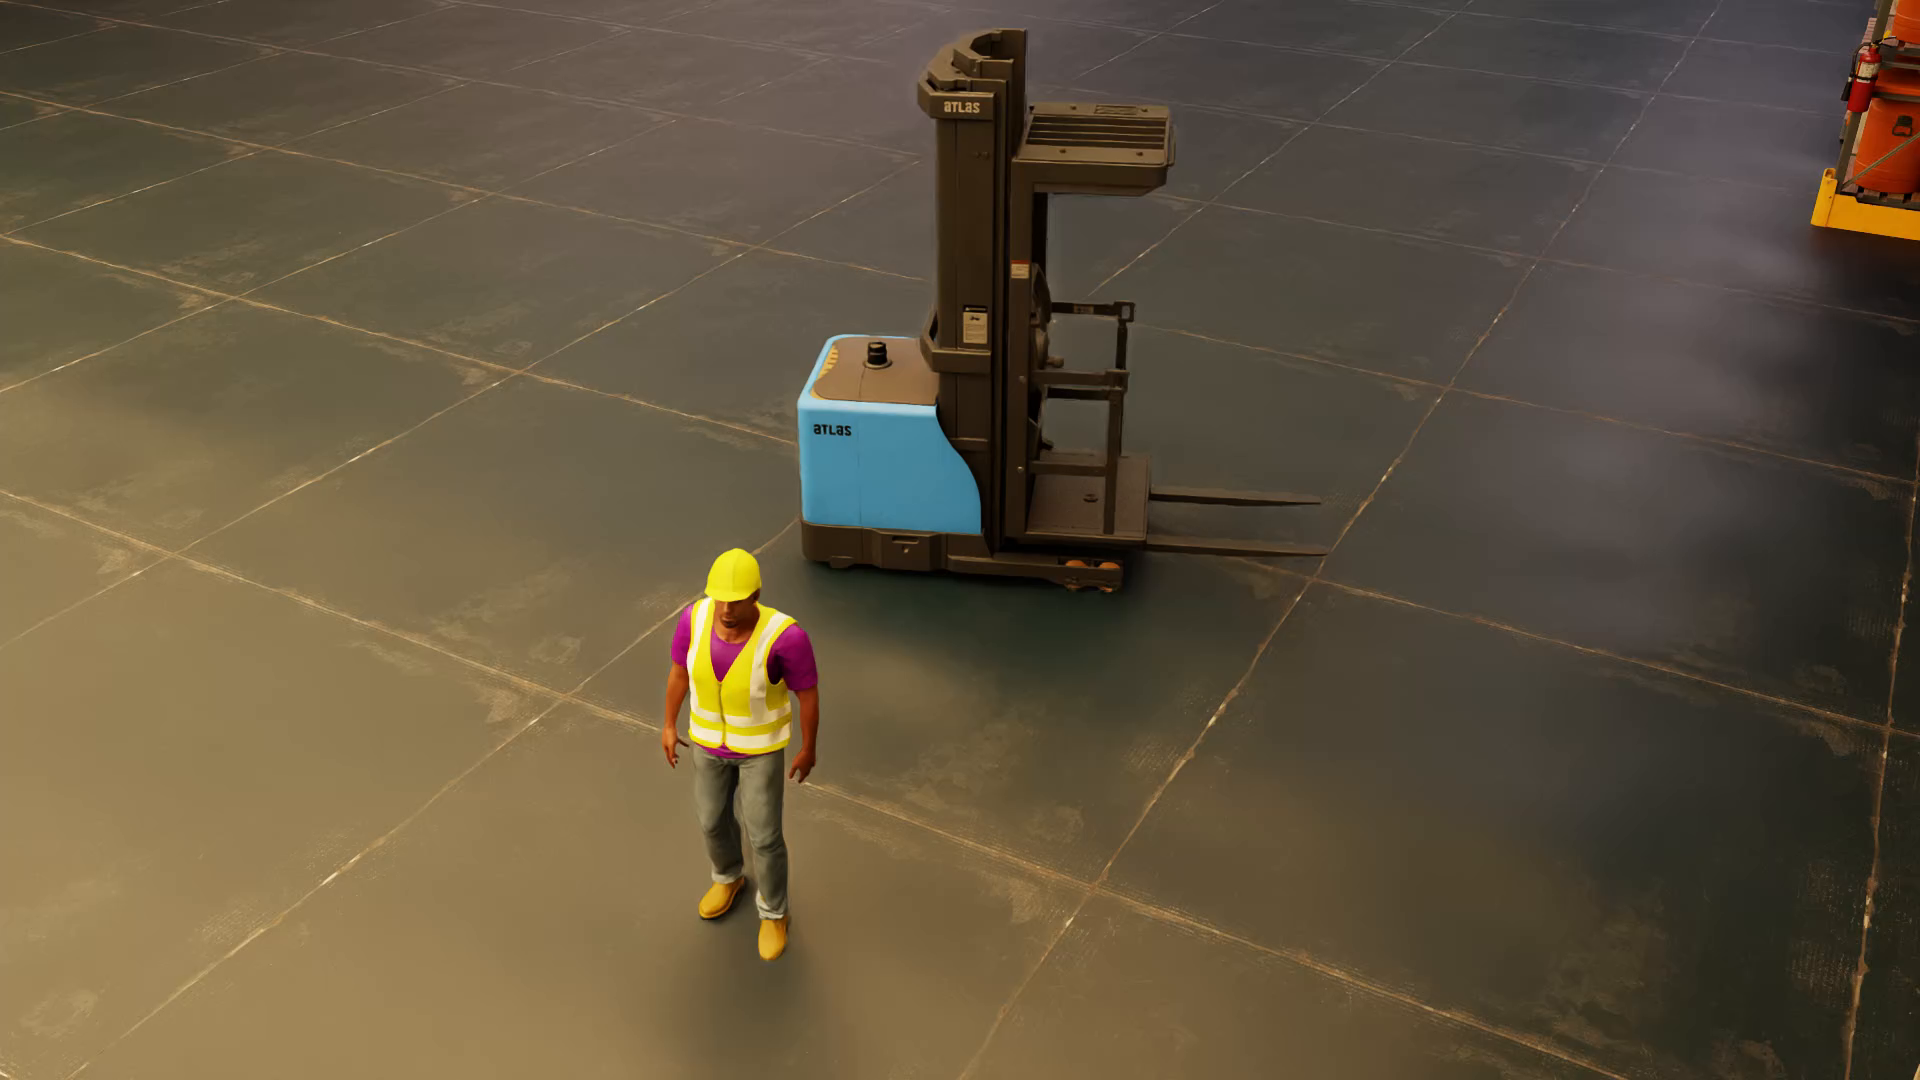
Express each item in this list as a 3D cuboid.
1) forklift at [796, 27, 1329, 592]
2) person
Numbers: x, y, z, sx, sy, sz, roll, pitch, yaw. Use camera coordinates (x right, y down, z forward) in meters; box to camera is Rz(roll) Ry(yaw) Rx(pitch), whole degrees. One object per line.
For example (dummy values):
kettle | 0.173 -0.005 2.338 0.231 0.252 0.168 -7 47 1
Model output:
forklift | 0.632 -1.257 9.248 3.031 2.935 1.130 4 30 6
person | -0.923 0.861 6.783 0.658 1.786 0.512 9 31 16
